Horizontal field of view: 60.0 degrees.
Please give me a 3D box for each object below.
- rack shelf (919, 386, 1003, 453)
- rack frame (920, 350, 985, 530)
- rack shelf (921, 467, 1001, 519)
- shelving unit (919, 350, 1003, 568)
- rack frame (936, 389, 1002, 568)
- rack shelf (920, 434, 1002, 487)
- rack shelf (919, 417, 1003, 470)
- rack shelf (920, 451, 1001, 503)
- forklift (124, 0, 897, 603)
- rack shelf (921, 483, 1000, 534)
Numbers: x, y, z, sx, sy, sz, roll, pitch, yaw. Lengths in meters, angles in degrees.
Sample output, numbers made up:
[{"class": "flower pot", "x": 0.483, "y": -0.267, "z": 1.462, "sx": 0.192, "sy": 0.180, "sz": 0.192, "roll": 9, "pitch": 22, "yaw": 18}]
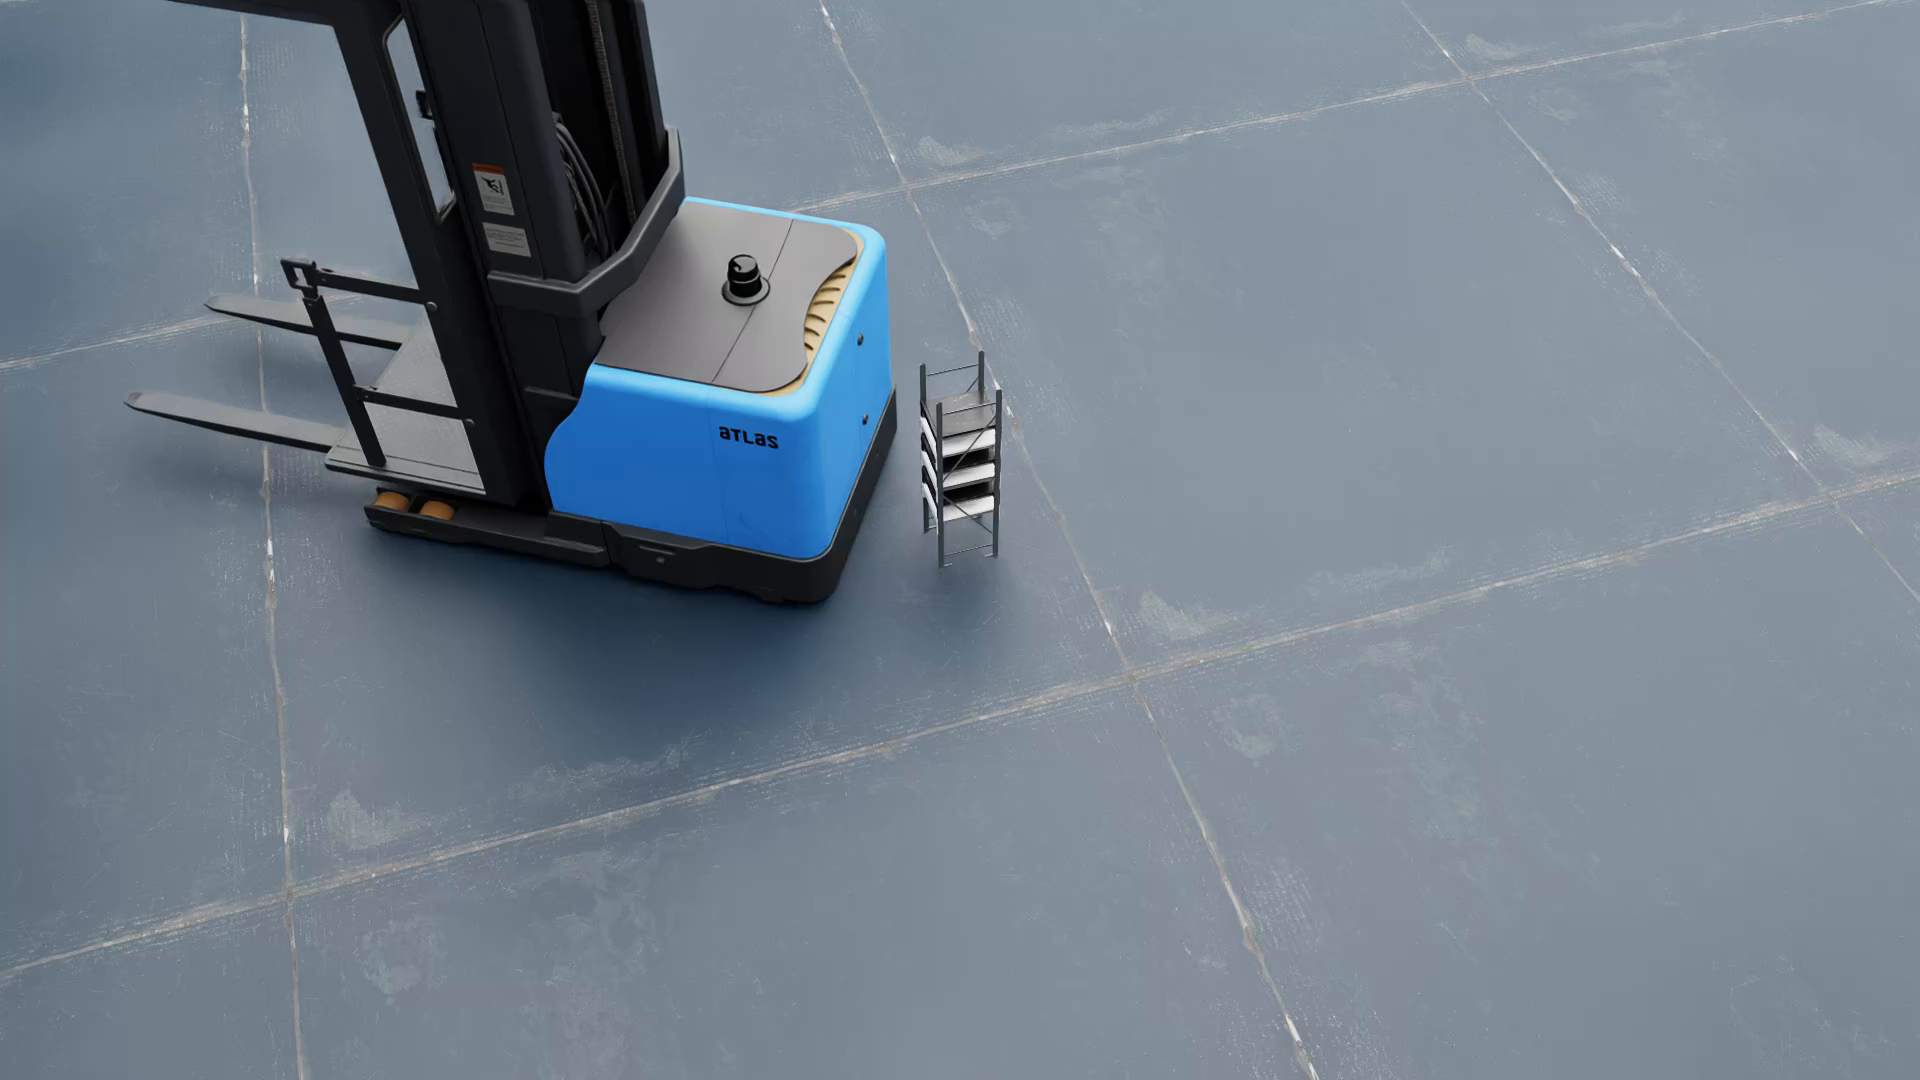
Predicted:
[{"class": "rack shelf", "x": 0.002, "y": -0.437, "z": 6.010, "sx": 0.258, "sy": 0.077, "sz": 0.200, "roll": -13, "pitch": 51, "yaw": -11}, {"class": "rack frame", "x": -0.028, "y": -0.358, "z": 6.253, "sx": 0.240, "sy": 0.900, "sz": 0.006, "roll": -13, "pitch": 51, "yaw": -11}, {"class": "rack shelf", "x": 0.002, "y": -0.205, "z": 6.285, "sx": 0.258, "sy": 0.077, "sz": 0.200, "roll": -13, "pitch": 51, "yaw": -11}, {"class": "shelving unit", "x": 0.002, "y": -0.284, "z": 6.191, "sx": 0.258, "sy": 0.900, "sz": 0.210, "roll": -13, "pitch": 51, "yaw": -11}, {"class": "rack frame", "x": 0.032, "y": -0.210, "z": 6.128, "sx": 0.240, "sy": 0.900, "sz": 0.006, "roll": -13, "pitch": 51, "yaw": -11}, {"class": "rack shelf", "x": 0.002, "y": -0.321, "z": 6.147, "sx": 0.258, "sy": 0.077, "sz": 0.200, "roll": -13, "pitch": 51, "yaw": -11}, {"class": "rack shelf", "x": 0.002, "y": -0.379, "z": 6.078, "sx": 0.258, "sy": 0.077, "sz": 0.200, "roll": -13, "pitch": 51, "yaw": -11}, {"class": "rack shelf", "x": 0.002, "y": -0.263, "z": 6.216, "sx": 0.258, "sy": 0.077, "sz": 0.200, "roll": -13, "pitch": 51, "yaw": -11}, {"class": "forklift", "x": -1.833, "y": -1.320, "z": 5.735, "sx": 3.031, "sy": 2.935, "sz": 1.130, "roll": 11, "pitch": 51, "yaw": 9}, {"class": "rack shelf", "x": 0.002, "y": -0.147, "z": 6.354, "sx": 0.258, "sy": 0.077, "sz": 0.200, "roll": -13, "pitch": 51, "yaw": -11}]
